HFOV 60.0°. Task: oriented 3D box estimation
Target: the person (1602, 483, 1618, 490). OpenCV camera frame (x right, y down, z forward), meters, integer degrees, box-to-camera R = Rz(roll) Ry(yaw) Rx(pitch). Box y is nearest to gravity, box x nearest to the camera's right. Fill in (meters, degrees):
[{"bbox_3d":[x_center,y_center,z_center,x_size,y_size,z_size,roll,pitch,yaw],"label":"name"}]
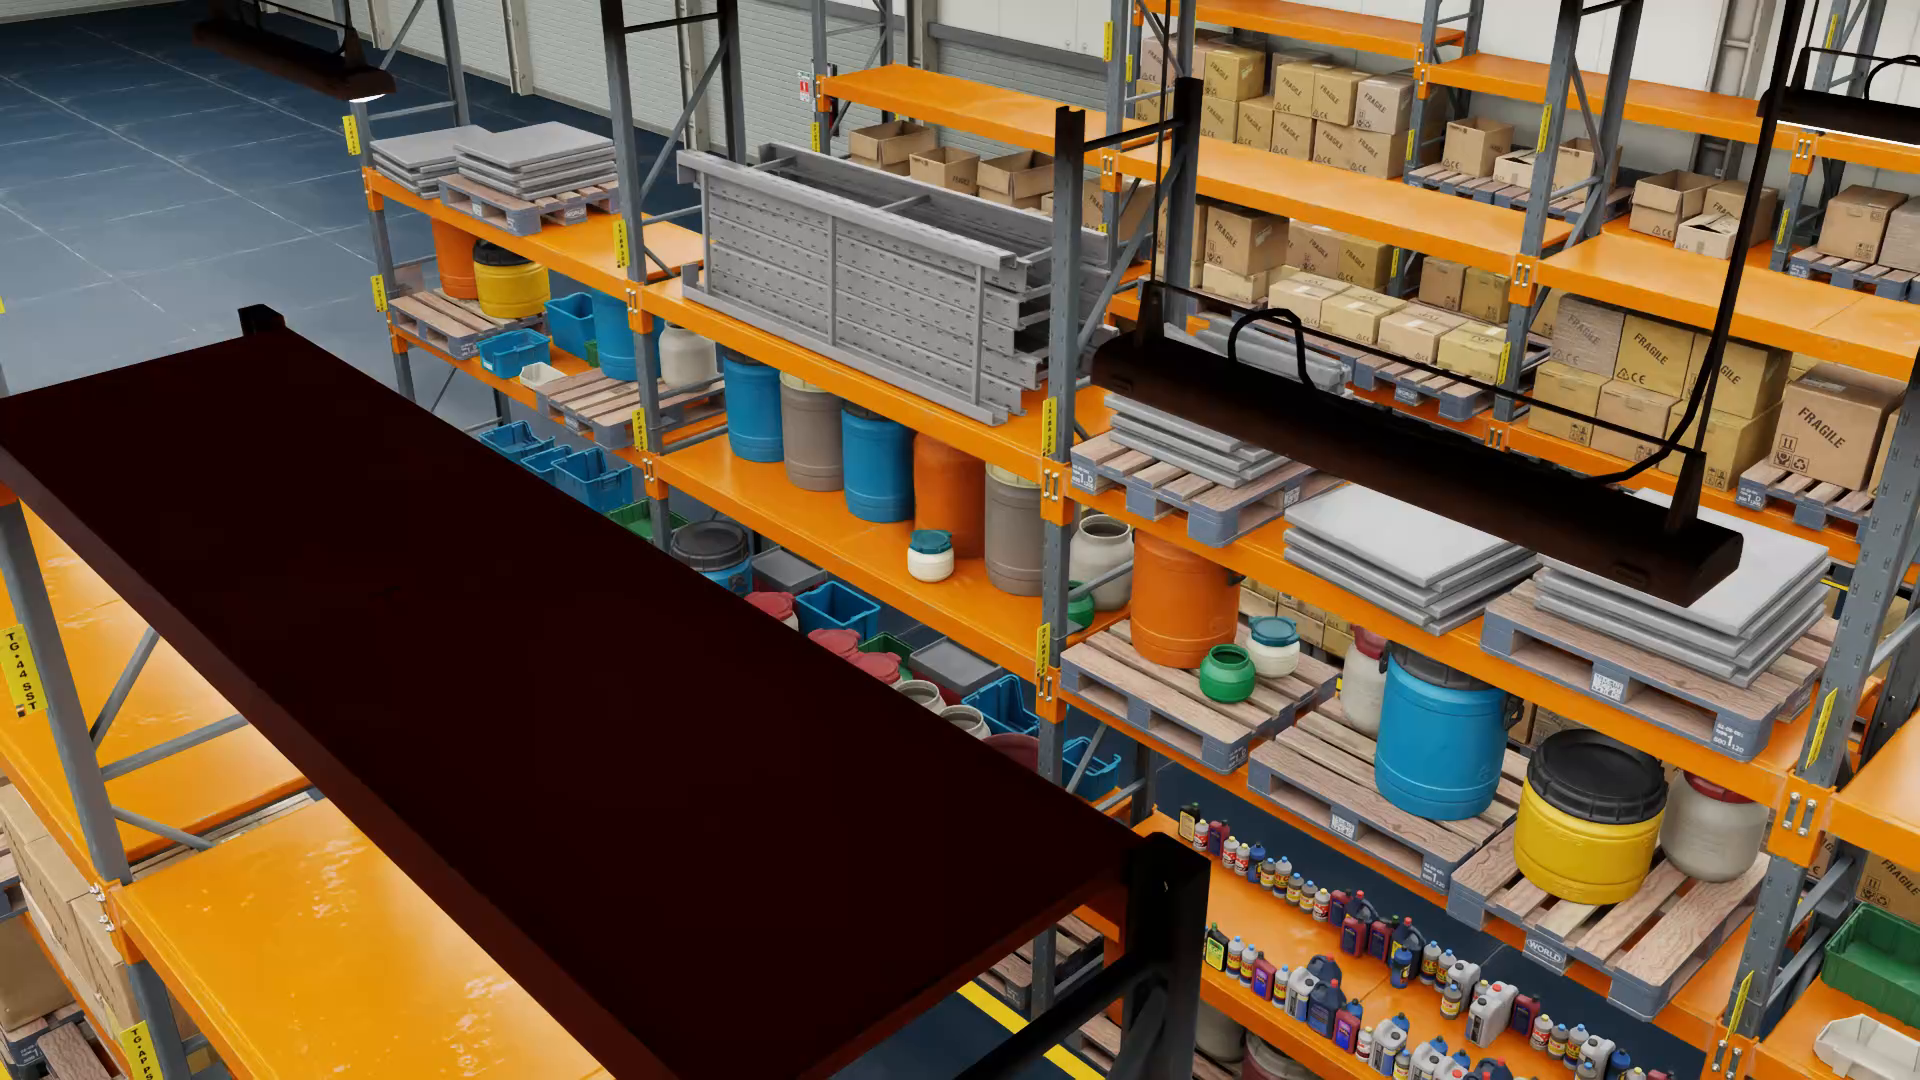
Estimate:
[{"bbox_3d":[5.616,0.048,14.993,0.535,1.666,0.514,-16,32,-27],"label":"person"}]
